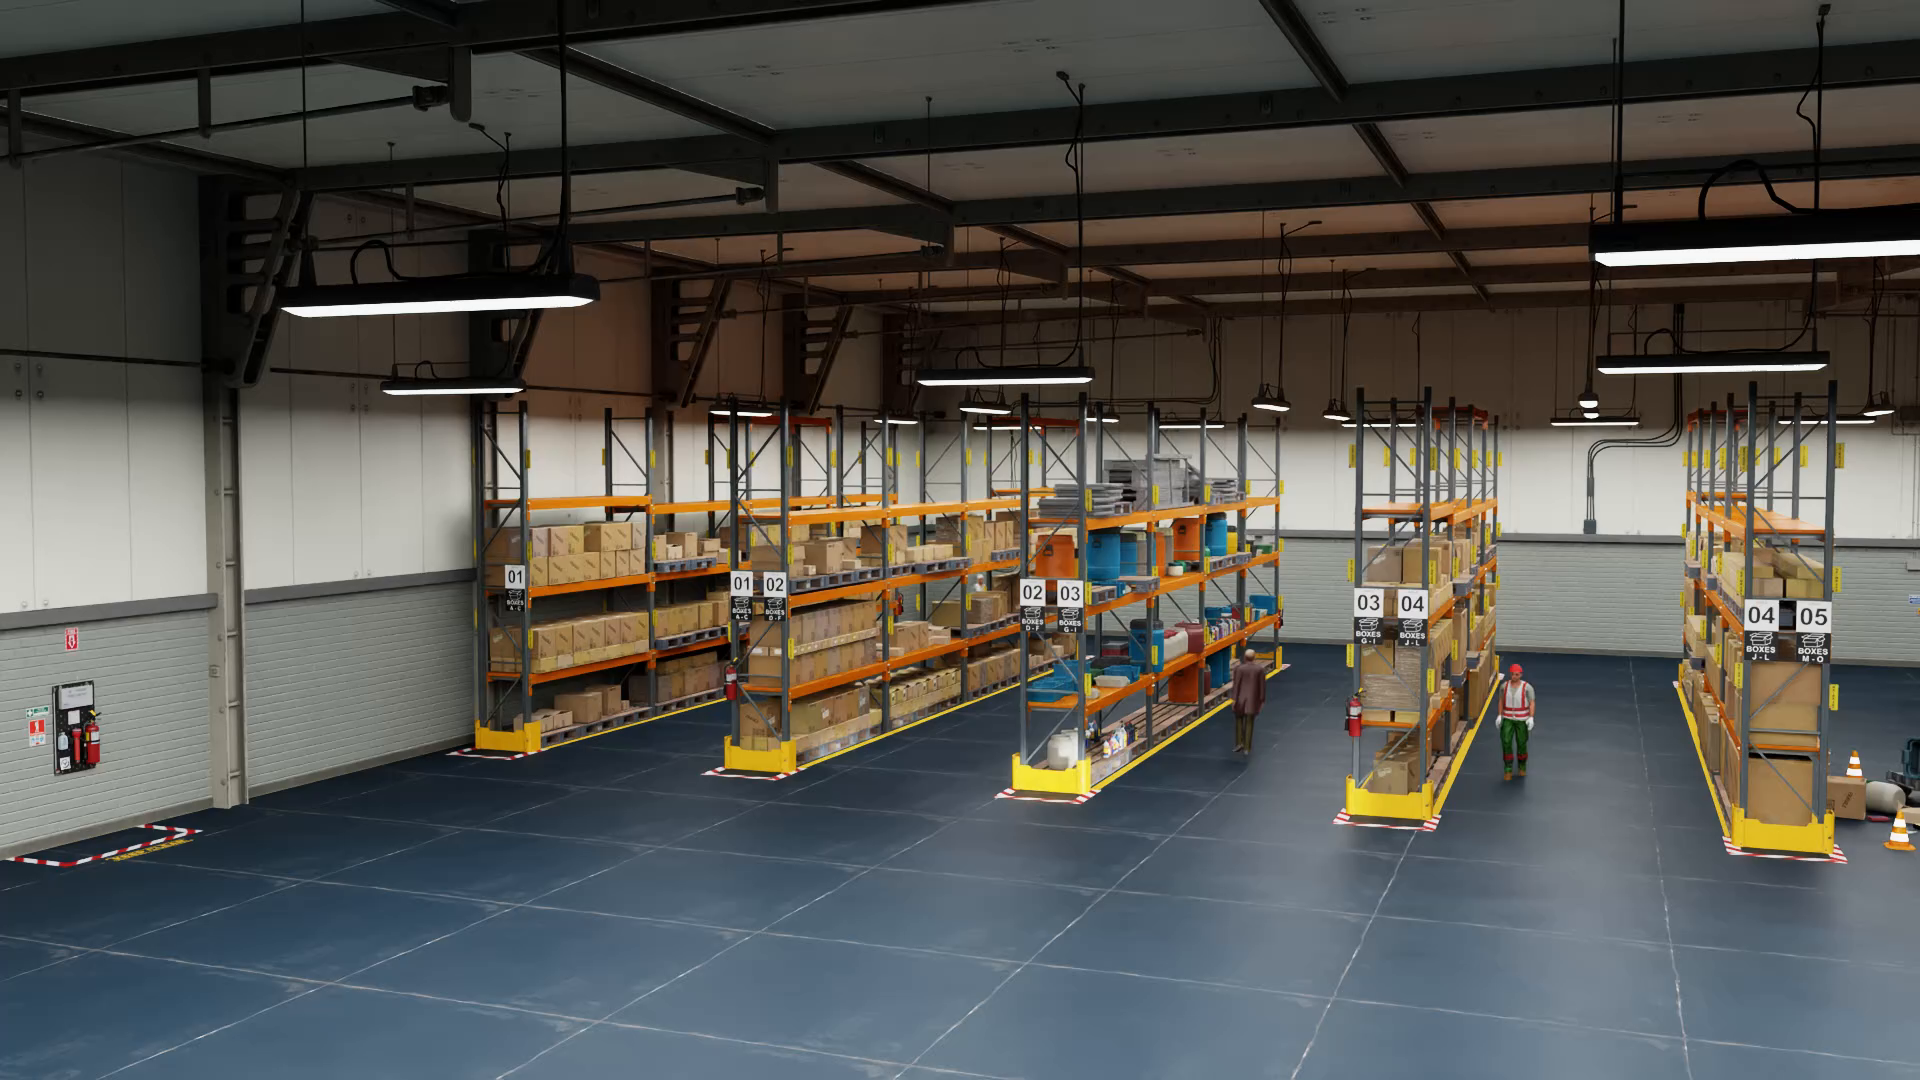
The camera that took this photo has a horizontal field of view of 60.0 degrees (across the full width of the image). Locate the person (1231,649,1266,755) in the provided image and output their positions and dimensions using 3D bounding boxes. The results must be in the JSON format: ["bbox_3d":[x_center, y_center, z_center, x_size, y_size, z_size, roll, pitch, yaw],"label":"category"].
[{"bbox_3d":[4.878,2.761,28.140,0.578,1.814,0.594,1,3,13],"label":"person"}]

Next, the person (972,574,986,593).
[{"bbox_3d":[0.517,1.827,47.191,0.933,1.758,0.527,2,4,42],"label":"person"}]

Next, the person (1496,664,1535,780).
[{"bbox_3d":[8.710,2.851,26.092,0.623,1.825,0.596,2,3,33],"label":"person"}]
